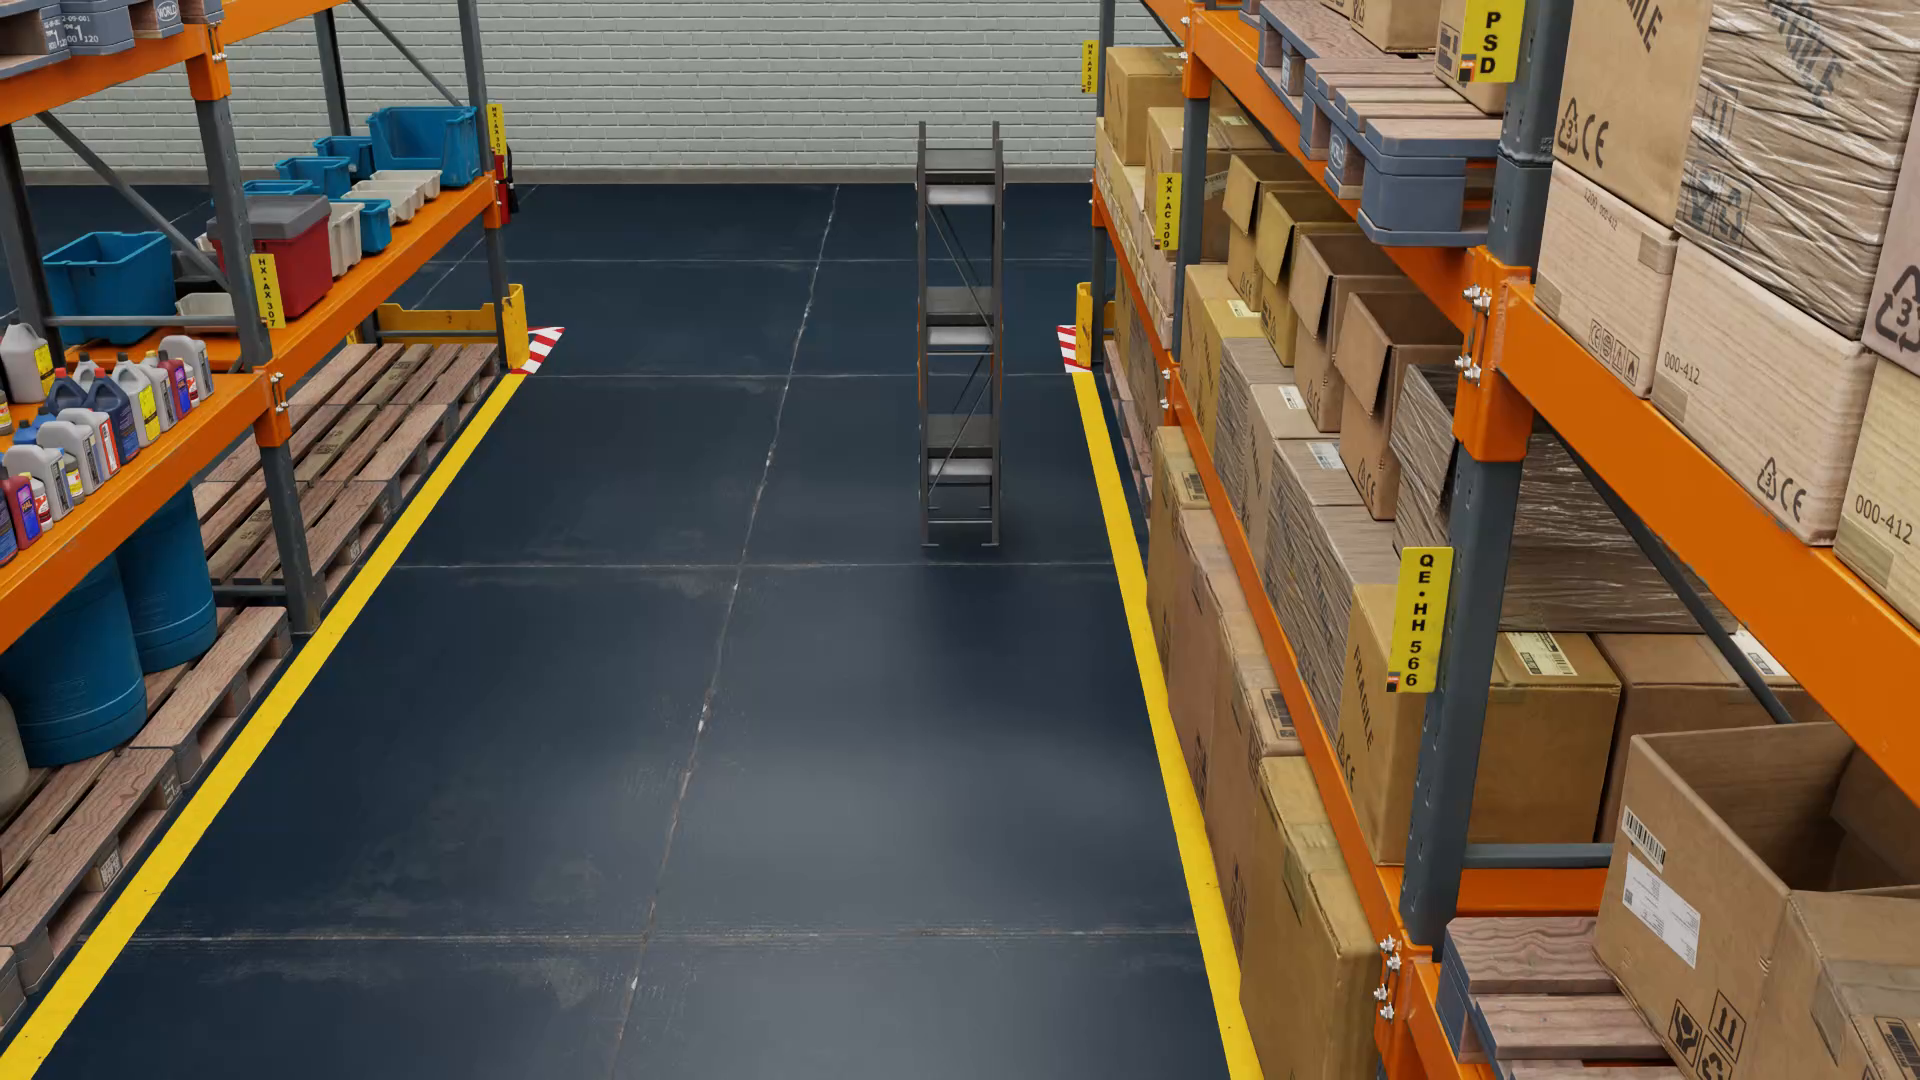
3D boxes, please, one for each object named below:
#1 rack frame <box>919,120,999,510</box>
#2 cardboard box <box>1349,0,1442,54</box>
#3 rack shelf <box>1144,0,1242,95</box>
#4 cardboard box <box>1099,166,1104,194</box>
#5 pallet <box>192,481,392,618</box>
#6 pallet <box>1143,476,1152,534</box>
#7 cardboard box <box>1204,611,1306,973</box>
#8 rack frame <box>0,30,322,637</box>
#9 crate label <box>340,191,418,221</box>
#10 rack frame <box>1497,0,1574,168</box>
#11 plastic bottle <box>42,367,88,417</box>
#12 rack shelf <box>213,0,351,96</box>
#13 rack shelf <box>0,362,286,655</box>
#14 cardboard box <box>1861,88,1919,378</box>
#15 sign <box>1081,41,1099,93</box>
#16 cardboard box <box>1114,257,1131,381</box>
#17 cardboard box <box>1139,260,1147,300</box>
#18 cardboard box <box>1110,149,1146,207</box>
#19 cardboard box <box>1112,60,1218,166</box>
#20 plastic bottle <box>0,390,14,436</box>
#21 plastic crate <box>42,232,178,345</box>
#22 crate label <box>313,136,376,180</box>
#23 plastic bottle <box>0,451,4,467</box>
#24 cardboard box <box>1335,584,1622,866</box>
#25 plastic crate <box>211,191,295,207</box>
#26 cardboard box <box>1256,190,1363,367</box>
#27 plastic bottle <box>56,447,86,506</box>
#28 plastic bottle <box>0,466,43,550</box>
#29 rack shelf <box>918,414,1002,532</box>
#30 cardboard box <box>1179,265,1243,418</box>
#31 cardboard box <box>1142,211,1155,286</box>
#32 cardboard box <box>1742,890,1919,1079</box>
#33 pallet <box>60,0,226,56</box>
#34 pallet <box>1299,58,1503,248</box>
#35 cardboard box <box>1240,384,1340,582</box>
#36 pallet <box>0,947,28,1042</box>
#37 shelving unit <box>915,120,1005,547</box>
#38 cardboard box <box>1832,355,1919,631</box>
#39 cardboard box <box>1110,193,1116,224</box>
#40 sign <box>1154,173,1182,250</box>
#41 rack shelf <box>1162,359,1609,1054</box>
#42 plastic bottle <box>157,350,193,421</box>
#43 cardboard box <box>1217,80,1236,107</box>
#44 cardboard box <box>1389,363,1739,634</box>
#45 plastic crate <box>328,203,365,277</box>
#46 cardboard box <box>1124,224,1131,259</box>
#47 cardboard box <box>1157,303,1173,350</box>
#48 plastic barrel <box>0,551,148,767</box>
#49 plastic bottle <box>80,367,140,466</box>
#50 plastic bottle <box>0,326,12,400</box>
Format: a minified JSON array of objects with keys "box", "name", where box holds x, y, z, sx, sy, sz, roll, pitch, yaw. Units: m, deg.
[{"box":[-0.004,-1.125,8.690,0.400,2.100,0.015,0,24,-1],"name":"rack frame"},{"box":[1.302,-1.523,4.206,0.500,0.500,0.500,1,24,2],"name":"cardboard box"},{"box":[1.412,-2.824,8.587,1.077,0.370,4.000,0,24,-1],"name":"rack shelf"},{"box":[1.069,-2.241,10.371,0.380,0.149,0.250,-1,24,-1],"name":"cardboard box"},{"box":[-3.565,0.029,8.430,1.003,0.211,1.213,0,24,-1],"name":"pallet"},{"box":[1.504,-0.004,8.503,1.003,0.211,1.213,0,24,-1],"name":"pallet"},{"box":[1.489,0.812,5.383,1.225,0.875,0.875,0,24,0],"name":"cardboard box"},{"box":[-3.519,-0.939,7.186,1.000,3.000,0.127,0,24,-1],"name":"rack frame"},{"box":[-3.356,-1.925,9.613,0.396,0.136,0.243,0,24,-1],"name":"crate label"},{"box":[1.478,-2.046,2.354,1.000,3.000,0.127,0,24,-1],"name":"rack frame"},{"box":[-3.324,-0.462,6.192,0.144,0.351,0.185,0,24,-1],"name":"plastic bottle"},{"box":[-3.540,-2.802,8.538,1.077,0.370,4.000,0,24,-1],"name":"rack shelf"},{"box":[-3.497,0.213,5.512,1.077,0.370,4.000,0,24,-1],"name":"rack shelf"},{"box":[1.240,-0.342,1.498,0.500,0.500,0.500,-1,24,-2],"name":"cardboard box"},{"box":[0.835,-3.040,10.684,0.100,0.325,0.005,0,24,-1],"name":"sign"},{"box":[1.477,-1.569,10.648,0.875,0.875,0.875,0,24,-1],"name":"cardboard box"},{"box":[1.095,-1.289,8.264,0.380,0.149,0.250,0,24,0],"name":"cardboard box"},{"box":[1.140,-2.056,9.477,0.500,0.250,0.500,-1,24,-2],"name":"cardboard box"},{"box":[1.143,-2.400,9.327,0.500,0.500,0.500,-1,24,-2],"name":"cardboard box"},{"box":[-3.766,-0.513,6.486,0.097,0.201,0.097,0,24,0],"name":"plastic bottle"},{"box":[-3.865,-1.150,7.599,0.392,0.384,0.575,0,24,-1],"name":"plastic crate"},{"box":[-3.889,-2.435,10.624,0.416,0.233,0.303,0,24,-1],"name":"crate label"},{"box":[-3.302,-0.202,5.712,0.097,0.271,0.097,0,24,0],"name":"plastic bottle"},{"box":[1.224,0.439,4.017,0.500,0.500,0.500,0,24,1],"name":"cardboard box"},{"box":[-3.871,-1.769,9.151,0.416,0.233,0.300,0,24,-1],"name":"plastic crate"},{"box":[1.445,-0.918,5.800,0.797,0.503,0.637,0,24,0],"name":"cardboard box"},{"box":[-3.152,-0.226,5.850,0.097,0.201,0.097,0,24,0],"name":"plastic bottle"},{"box":[-3.129,-0.120,5.517,0.061,0.283,0.133,0,24,-1],"name":"plastic bottle"},{"box":[-0.002,-0.375,8.762,0.431,0.518,0.480,0,24,-1],"name":"rack shelf"},{"box":[1.189,-0.816,6.793,0.500,0.500,0.500,0,24,0],"name":"cardboard box"},{"box":[1.159,-1.422,8.076,0.500,0.250,0.500,0,24,1],"name":"cardboard box"},{"box":[1.630,0.902,2.484,0.700,0.500,0.500,3,25,7],"name":"cardboard box"},{"box":[-3.412,-1.897,5.893,1.213,0.211,1.003,0,24,-1],"name":"pallet"},{"box":[1.418,-0.859,3.597,1.213,0.211,1.003,1,24,2],"name":"pallet"},{"box":[1.211,-0.190,5.408,0.500,0.500,0.500,0,24,0],"name":"cardboard box"},{"box":[-3.525,1.655,4.834,1.003,0.211,1.213,0,24,-1],"name":"pallet"},{"box":[-0.002,-1.025,8.468,0.431,2.100,0.503,0,24,-1],"name":"shelving unit"},{"box":[1.249,0.007,1.637,0.500,0.250,0.500,0,24,1],"name":"cardboard box"},{"box":[1.077,-1.924,9.668,0.380,0.149,0.250,-1,24,-2],"name":"cardboard box"},{"box":[0.879,-1.388,7.033,0.100,0.325,0.005,0,24,-1],"name":"sign"},{"box":[1.456,0.191,5.561,1.077,0.370,4.000,0,24,-1],"name":"rack shelf"},{"box":[-3.143,-0.630,6.644,0.061,0.283,0.133,0,24,-1],"name":"plastic bottle"},{"box":[1.658,-2.819,10.253,0.500,0.500,0.500,0,24,0],"name":"cardboard box"},{"box":[1.486,-0.117,4.030,0.797,0.503,0.637,1,24,1],"name":"cardboard box"},{"box":[-3.351,-1.542,8.591,0.437,0.282,0.530,0,24,-1],"name":"plastic crate"},{"box":[1.087,-1.605,8.964,0.380,0.149,0.250,0,24,0],"name":"cardboard box"},{"box":[1.103,-0.971,7.561,0.380,0.149,0.250,0,24,0],"name":"cardboard box"},{"box":[-3.522,0.342,6.391,0.600,0.901,0.708,0,24,-1],"name":"plastic barrel"},{"box":[-3.179,-0.463,6.193,0.144,0.351,0.185,0,24,-1],"name":"plastic bottle"},{"box":[-3.941,-0.733,6.871,0.061,0.283,0.133,0,24,-1],"name":"plastic bottle"}]
